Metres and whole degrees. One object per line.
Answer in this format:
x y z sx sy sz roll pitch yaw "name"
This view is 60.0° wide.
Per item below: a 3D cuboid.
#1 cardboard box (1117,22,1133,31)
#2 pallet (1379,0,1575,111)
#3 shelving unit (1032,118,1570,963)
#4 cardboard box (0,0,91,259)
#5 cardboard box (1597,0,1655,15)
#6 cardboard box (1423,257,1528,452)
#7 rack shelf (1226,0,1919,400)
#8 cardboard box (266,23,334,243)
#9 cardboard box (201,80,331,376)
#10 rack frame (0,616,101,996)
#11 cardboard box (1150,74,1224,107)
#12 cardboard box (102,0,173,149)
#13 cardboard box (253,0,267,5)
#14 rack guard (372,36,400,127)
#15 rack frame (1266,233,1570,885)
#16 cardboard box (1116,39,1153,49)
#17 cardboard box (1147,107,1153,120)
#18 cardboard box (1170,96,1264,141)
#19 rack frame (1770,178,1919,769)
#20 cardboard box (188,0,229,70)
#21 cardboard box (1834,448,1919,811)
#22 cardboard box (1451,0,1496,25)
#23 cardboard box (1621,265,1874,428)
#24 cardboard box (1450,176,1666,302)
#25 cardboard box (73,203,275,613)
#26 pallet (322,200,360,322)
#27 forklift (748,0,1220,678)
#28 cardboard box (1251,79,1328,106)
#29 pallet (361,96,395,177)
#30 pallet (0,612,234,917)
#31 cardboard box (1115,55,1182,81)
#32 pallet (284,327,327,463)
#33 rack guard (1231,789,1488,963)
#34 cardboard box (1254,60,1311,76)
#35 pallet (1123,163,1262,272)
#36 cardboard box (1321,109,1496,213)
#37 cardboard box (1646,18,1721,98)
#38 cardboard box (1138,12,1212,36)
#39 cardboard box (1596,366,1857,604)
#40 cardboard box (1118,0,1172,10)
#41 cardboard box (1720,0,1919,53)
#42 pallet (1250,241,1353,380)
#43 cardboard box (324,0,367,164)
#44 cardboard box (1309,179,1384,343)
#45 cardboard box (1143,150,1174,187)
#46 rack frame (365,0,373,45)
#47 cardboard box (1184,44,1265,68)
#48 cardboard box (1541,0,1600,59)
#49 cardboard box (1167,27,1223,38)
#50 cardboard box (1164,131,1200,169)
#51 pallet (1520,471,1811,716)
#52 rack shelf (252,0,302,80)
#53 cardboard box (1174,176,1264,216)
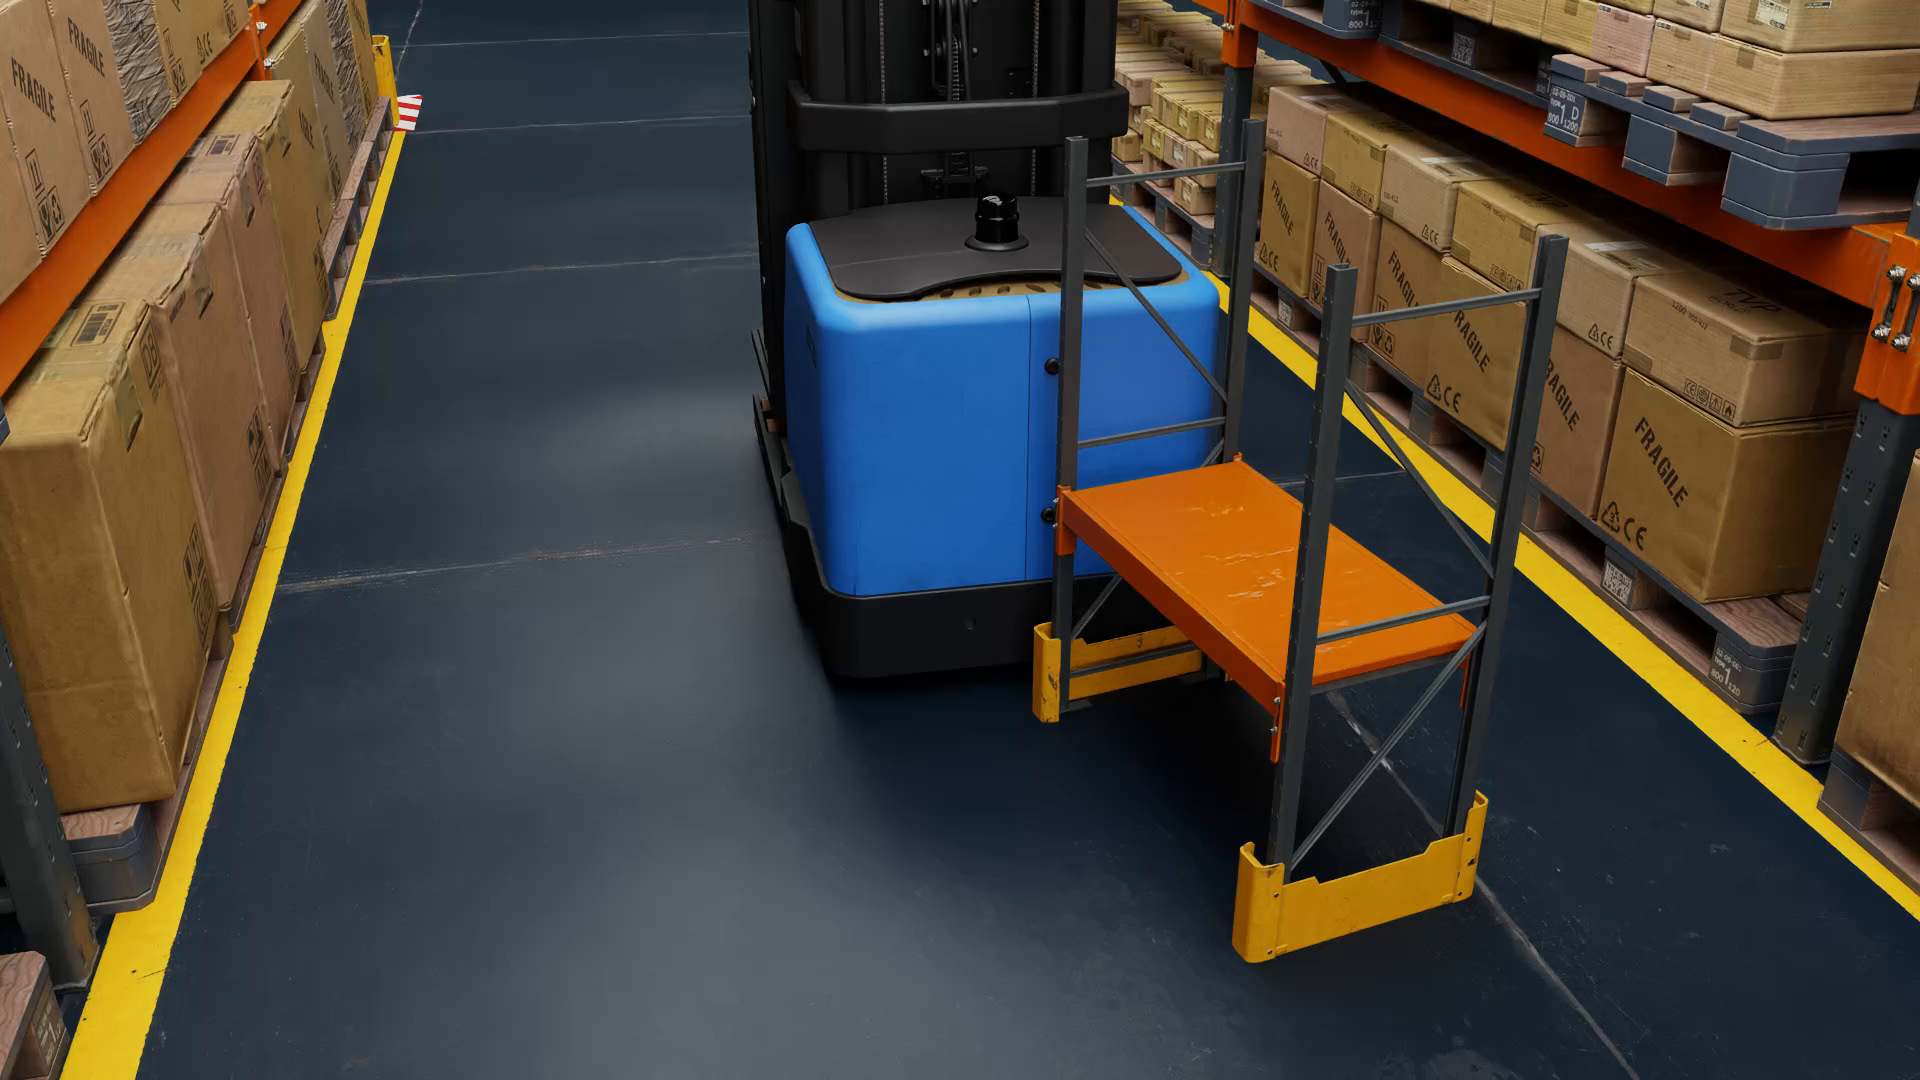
0.795 -2.944 9.791 0.380 0.149 0.250 -7 28 -14 "cardboard box"
2.077 -1.628 5.360 1.003 0.211 1.213 -6 27 -12 "pallet"
0.664 -0.054 3.692 0.587 1.500 1.083 -11 29 -20 "shelving unit"
-2.255 -0.902 3.596 0.500 0.500 0.500 -7 28 -13 "cardboard box"
1.884 -1.460 4.296 0.380 0.149 0.250 -5 27 -10 "cardboard box"
1.911 -0.642 5.501 0.500 0.500 0.500 -7 28 -14 "cardboard box"
2.112 -1.406 5.505 1.077 0.370 4.000 -6 27 -12 "rack shelf"
-3.265 -1.683 7.146 0.875 0.875 0.875 -6 27 -12 "cardboard box"
-3.030 -1.106 6.004 1.225 0.875 0.875 -6 27 -11 "cardboard box"
-2.293 -0.390 2.693 1.000 3.000 0.127 -6 27 -12 "rack frame"
1.186 -2.254 8.424 0.380 0.149 0.250 -5 27 -10 "cardboard box"
-2.485 -1.346 4.476 0.500 0.500 0.500 -6 27 -11 "cardboard box"
-2.937 -2.197 6.553 0.380 0.149 0.250 -6 27 -11 "cardboard box"
-4.101 -2.796 10.235 1.175 0.500 0.348 -6 27 -12 "rack guard"
0.866 0.161 3.266 0.500 1.500 0.032 -11 29 -20 "rack frame"
0.863 -2.701 9.310 0.380 0.149 0.250 -6 27 -11 "cardboard box"
1.169 -2.112 8.473 0.380 0.149 0.250 -6 27 -11 "cardboard box"
1.231 -2.023 7.967 0.380 0.149 0.250 -6 27 -11 "cardboard box"
2.563 -0.849 3.603 1.000 3.000 0.127 -6 27 -12 "rack frame"
-2.718 -1.795 5.366 0.500 0.500 0.500 -5 27 -10 "cardboard box"
2.612 0.244 3.468 1.050 0.750 0.750 -6 27 -12 "cardboard box"
1.720 -1.658 5.018 0.380 0.149 0.250 -5 27 -10 "cardboard box"
2.153 -0.529 4.445 0.500 0.250 0.500 -7 28 -13 "cardboard box"
1.929 -0.974 5.327 0.500 0.250 0.500 -5 27 -10 "cardboard box"
-2.621 -0.326 4.459 1.225 0.875 0.875 -6 27 -11 "cardboard box"
-3.289 -1.243 7.478 1.003 0.211 1.213 -6 27 -12 "pallet"
-0.124 -1.587 5.141 1.130 2.935 3.031 -5 27 -10 "forklift"
1.676 -2.191 8.299 0.380 0.149 0.250 -6 27 -12 "cardboard box"
-3.839 -2.314 9.600 1.003 0.211 1.213 -6 27 -12 "pallet"
-2.397 0.501 4.022 1.003 0.211 1.213 -6 27 -12 "pallet"
0.962 -2.480 8.873 0.380 0.149 0.250 -7 28 -13 "cardboard box"
-2.947 -0.570 6.145 1.003 0.211 1.213 -6 27 -12 "pallet"
0.858 0.711 3.564 0.587 0.250 0.087 -11 29 -20 "rack guard"
1.617 -2.423 8.759 0.380 0.149 0.250 -5 27 -10 "cardboard box"
1.475 -1.651 8.288 1.003 0.211 1.213 -6 27 -12 "pallet"
1.693 -1.427 6.223 0.500 0.250 0.500 -5 27 -10 "cardboard box"
1.949 -1.203 4.118 0.380 0.149 0.250 -6 27 -12 "cardboard box"
1.309 -3.118 10.136 0.380 0.149 0.250 -7 28 -13 "cardboard box"
2.160 -0.183 4.592 0.500 0.500 0.500 -6 27 -12 "cardboard box"
1.126 -3.335 10.565 0.380 0.149 0.250 -6 27 -11 "cardboard box"
2.008 -1.228 3.836 0.380 0.149 0.250 -5 27 -11 "cardboard box"
1.838 -1.019 7.034 1.003 0.211 1.213 -6 27 -12 "pallet"
-3.668 -2.468 8.703 0.875 0.875 0.875 -6 27 -12 "cardboard box"
1.690 -1.093 6.395 0.500 0.500 0.500 -5 27 -9 "cardboard box"
1.141 -1.889 8.362 0.380 0.149 0.250 -7 28 -13 "cardboard box"
-4.095 -3.902 9.651 1.000 3.000 0.127 -6 27 -12 "rack frame"
1.458 -2.646 9.202 0.380 0.149 0.250 -6 27 -11 "cardboard box"
1.838 -1.426 4.559 0.380 0.149 0.250 -6 27 -12 "cardboard box"
1.420 -2.885 9.675 0.380 0.149 0.250 -5 27 -10 "cardboard box"
1.207 -1.876 8.006 0.380 0.149 0.250 -7 28 -14 "cardboard box"
2.388 0.053 4.911 1.003 0.211 1.213 -6 27 -12 "pallet"
-3.645 -2.703 8.074 1.077 0.370 4.000 -6 27 -12 "rack shelf"
1.241 -1.657 7.902 0.380 0.149 0.250 -6 27 -11 "cardboard box"
